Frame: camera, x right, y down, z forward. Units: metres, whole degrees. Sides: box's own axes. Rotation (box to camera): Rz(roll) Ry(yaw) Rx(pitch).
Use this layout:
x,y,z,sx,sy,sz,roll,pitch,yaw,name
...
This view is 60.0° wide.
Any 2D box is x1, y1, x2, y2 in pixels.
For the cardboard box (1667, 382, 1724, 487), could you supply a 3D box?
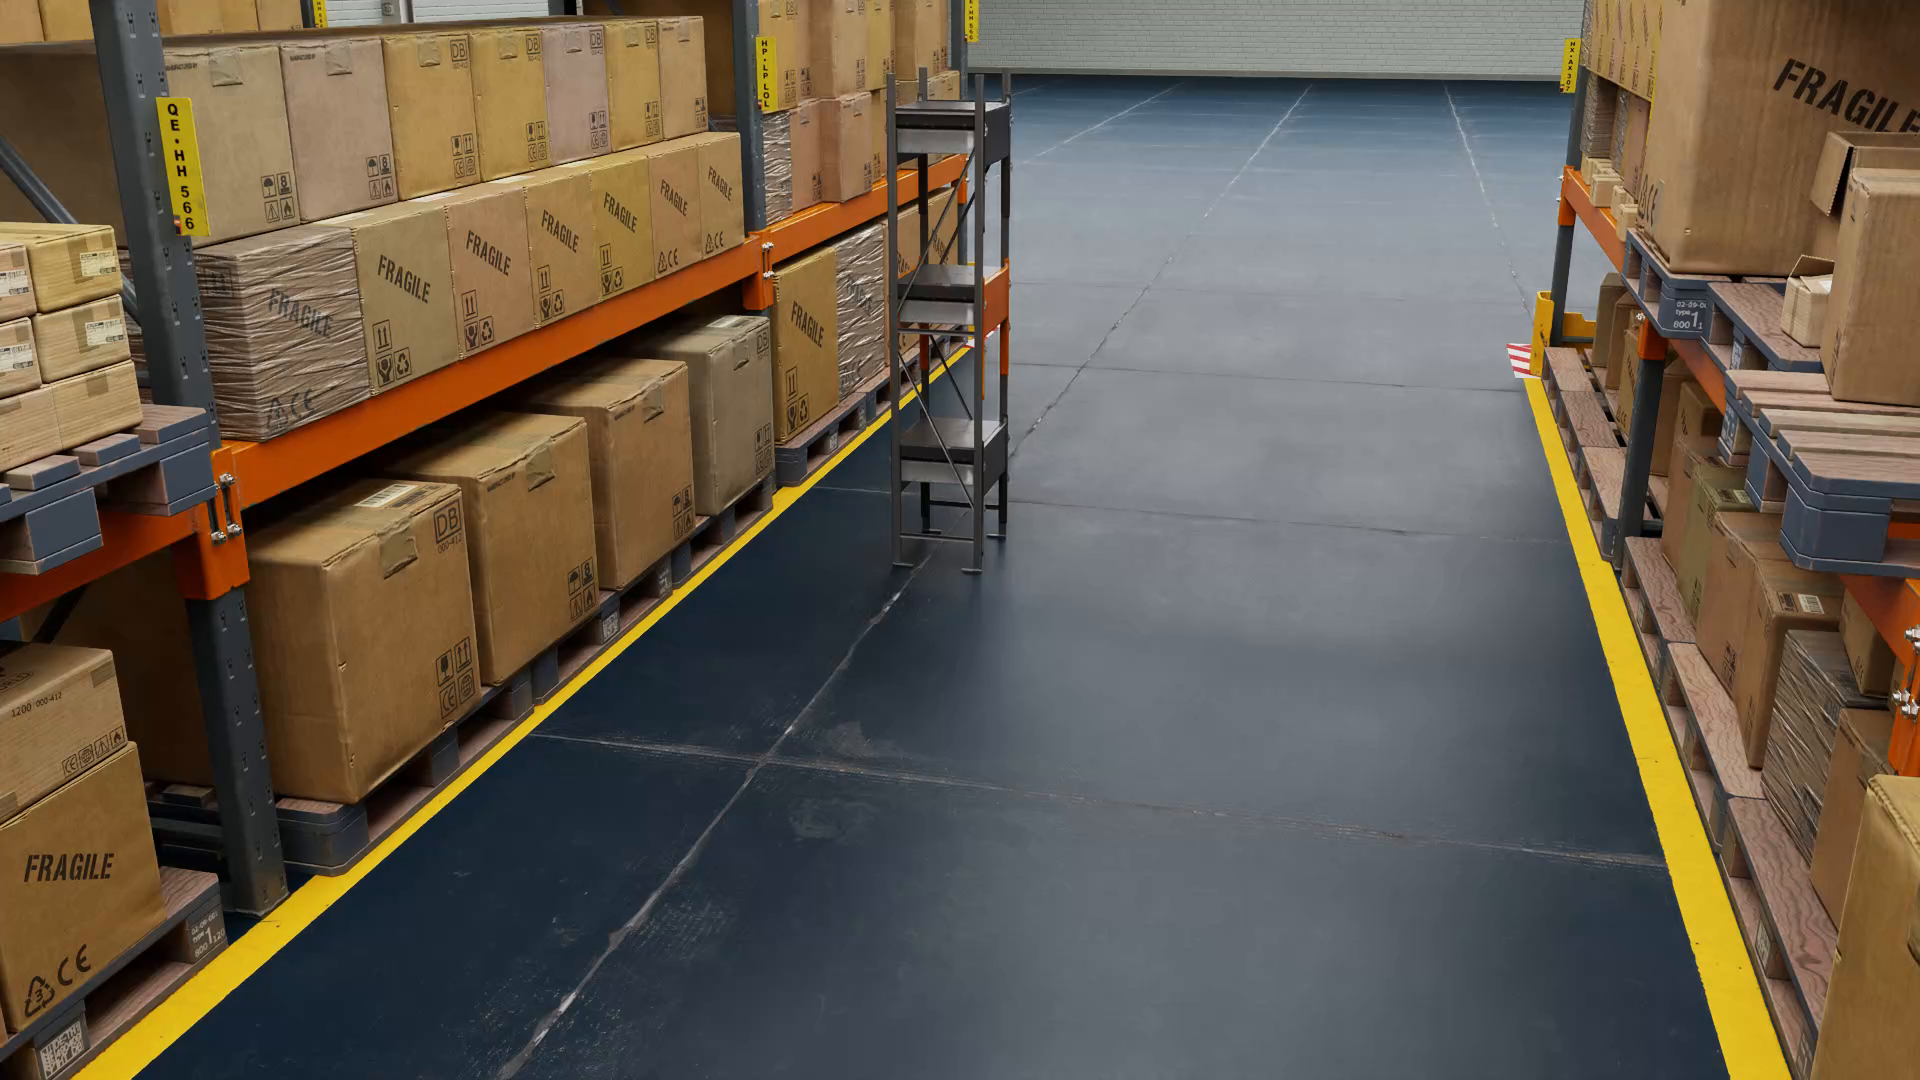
x,y,z,sx,sy,sz,roll,pitch,yaw,name
3.498,-0.394,7.418,0.500,0.500,0.500,4,19,12,cardboard box

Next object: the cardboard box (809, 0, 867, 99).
x,y,z,sx,sy,sz,roll,pitch,yaw,name
-1.013,-2.714,9.091,0.875,0.550,0.550,5,19,13,cardboard box

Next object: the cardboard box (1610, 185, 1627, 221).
x,y,z,sx,sy,sz,roll,pitch,yaw,name
3.510,-1.697,8.403,0.380,0.149,0.250,5,19,13,cardboard box

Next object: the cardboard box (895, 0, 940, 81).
x,y,z,sx,sy,sz,roll,pitch,yaw,name
-0.619,-3.222,10.578,0.875,0.550,0.550,5,19,13,cardboard box

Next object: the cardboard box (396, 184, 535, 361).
x,y,z,sx,sy,sz,roll,pitch,yaw,name
-1.784,-0.910,5.557,0.500,0.500,0.500,5,19,13,cardboard box

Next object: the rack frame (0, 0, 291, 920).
x,y,z,sx,sy,sz,roll,pitch,yaw,name
-2.401,-0.426,4.293,1.000,3.000,0.127,5,19,13,rack frame

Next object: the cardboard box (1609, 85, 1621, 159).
x,y,z,sx,sy,sz,roll,pitch,yaw,name
4.172,-2.361,9.346,0.875,0.500,0.500,5,19,13,cardboard box

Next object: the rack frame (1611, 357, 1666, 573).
x,y,z,sx,sy,sz,roll,pitch,yaw,name
3.362,-1.256,6.724,1.000,3.000,0.127,5,19,13,rack frame

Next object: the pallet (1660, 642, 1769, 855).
x,y,z,sx,sy,sz,roll,pitch,yaw,name
2.877,0.691,5.337,1.003,0.211,1.213,5,19,13,pallet

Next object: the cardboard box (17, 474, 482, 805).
x,y,z,sx,sy,sz,roll,pitch,yaw,name
-2.165,0.256,5.127,1.050,0.750,0.750,4,19,13,cardboard box

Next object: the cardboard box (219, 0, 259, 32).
x,y,z,sx,sy,sz,roll,pitch,yaw,name
-5.315,-3.618,11.478,0.700,0.500,0.500,5,19,14,cardboard box

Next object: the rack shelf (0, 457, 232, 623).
x,y,z,sx,sy,sz,roll,pitch,yaw,name
-2.889,0.542,2.574,1.077,0.370,4.000,5,19,13,rack shelf

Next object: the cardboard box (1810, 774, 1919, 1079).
x,y,z,sx,sy,sz,roll,pitch,yaw,name
2.195,1.019,2.701,1.225,0.875,0.875,4,19,11,cardboard box

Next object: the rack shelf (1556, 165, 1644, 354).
x,y,z,sx,sy,sz,roll,pitch,yaw,name
3.850,-1.542,8.676,1.077,0.370,4.000,5,19,13,rack shelf

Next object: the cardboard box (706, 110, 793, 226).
x,y,z,sx,sy,sz,roll,pitch,yaw,name
-1.345,-1.867,8.281,0.875,0.550,0.550,5,19,13,cardboard box

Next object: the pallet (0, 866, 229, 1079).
x,y,z,sx,sy,sz,roll,pitch,yaw,name
-2.593,1.139,4.027,1.003,0.211,1.213,5,19,13,pallet

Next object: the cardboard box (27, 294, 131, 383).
x,y,z,sx,sy,sz,roll,pitch,yaw,name
-2.080,-0.456,3.659,0.380,0.149,0.250,5,20,15,cardboard box

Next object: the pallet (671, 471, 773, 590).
x,y,z,sx,sy,sz,roll,pitch,yaw,name
-1.539,-0.112,7.689,1.003,0.211,1.213,5,19,13,pallet

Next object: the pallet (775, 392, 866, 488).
x,y,z,sx,sy,sz,roll,pitch,yaw,name
-1.162,-0.592,9.094,1.003,0.211,1.213,5,19,13,pallet

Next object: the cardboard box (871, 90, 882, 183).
x,y,z,sx,sy,sz,roll,pitch,yaw,name
-0.954,-2.375,9.769,0.875,0.550,0.500,5,19,13,cardboard box

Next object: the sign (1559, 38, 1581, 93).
x,y,z,sx,sy,sz,roll,pitch,yaw,name
3.813,-2.962,10.380,0.100,0.325,0.005,5,19,13,sign

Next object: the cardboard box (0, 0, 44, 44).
x,y,z,sx,sy,sz,roll,pitch,yaw,name
-5.784,-2.979,9.607,0.700,0.500,0.500,5,19,14,cardboard box

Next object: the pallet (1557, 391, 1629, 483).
x,y,z,sx,sy,sz,roll,pitch,yaw,name
3.787,-0.533,8.922,1.003,0.211,1.213,5,19,13,pallet

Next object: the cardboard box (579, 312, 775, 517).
x,y,z,sx,sy,sz,roll,pitch,yaw,name
-1.488,-0.612,7.669,1.050,0.750,0.750,5,19,13,cardboard box

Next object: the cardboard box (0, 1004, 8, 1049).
x,y,z,sx,sy,sz,roll,pitch,yaw,name
-2.439,0.948,3.490,0.500,0.500,0.500,5,20,16,cardboard box

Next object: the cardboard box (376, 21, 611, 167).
x,y,z,sx,sy,sz,roll,pitch,yaw,name
-1.787,-1.724,6.393,0.700,0.500,0.500,5,19,14,cardboard box

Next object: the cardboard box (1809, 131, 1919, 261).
x,y,z,sx,sy,sz,roll,pitch,yaw,name
3.028,-0.953,5.028,0.797,0.503,0.637,7,20,19,cardboard box

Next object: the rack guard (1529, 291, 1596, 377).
x,y,z,sx,sy,sz,roll,pitch,yaw,name
4.320,-1.303,10.729,1.175,0.500,0.348,5,19,13,rack guard

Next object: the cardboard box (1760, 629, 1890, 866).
x,y,z,sx,sy,sz,roll,pitch,yaw,name
2.652,0.586,4.518,0.700,0.500,0.500,3,19,9,cardboard box

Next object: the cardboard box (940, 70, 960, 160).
x,y,z,sx,sy,sz,roll,pitch,yaw,name
-0.493,-2.884,11.259,0.875,0.550,0.550,5,19,13,cardboard box

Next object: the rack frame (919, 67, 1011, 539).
x,y,z,sx,sy,sz,roll,pitch,yaw,name
0.019,-1.018,7.420,0.400,2.100,0.015,5,19,13,rack frame

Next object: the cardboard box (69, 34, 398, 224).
x,y,z,sx,sy,sz,roll,pitch,yaw,name
-2.159,-1.245,4.990,0.700,0.500,0.500,4,19,13,cardboard box

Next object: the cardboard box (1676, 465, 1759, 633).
x,y,z,sx,sy,sz,roll,pitch,yaw,name
3.056,0.057,6.065,0.700,0.500,0.500,5,19,13,cardboard box

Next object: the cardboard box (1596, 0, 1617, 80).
x,y,z,sx,sy,sz,roll,pitch,yaw,name
3.690,-2.707,8.811,0.500,0.500,0.500,5,19,13,cardboard box

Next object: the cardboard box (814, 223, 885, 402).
x,y,z,sx,sy,sz,roll,pitch,yaw,name
-0.985,-1.347,9.628,0.875,0.875,0.875,5,19,14,cardboard box

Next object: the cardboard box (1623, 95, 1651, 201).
x,y,z,sx,sy,sz,roll,pitch,yaw,name
3.712,-1.899,7.991,0.875,0.500,0.500,5,19,13,cardboard box

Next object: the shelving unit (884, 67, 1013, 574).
x,y,z,sx,sy,sz,roll,pitch,yaw,name
-0.040,-0.942,7.196,0.431,2.100,0.503,5,19,13,shelving unit

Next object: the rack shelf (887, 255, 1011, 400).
x,y,z,sx,sy,sz,roll,pitch,yaw,name
-0.040,-0.929,7.201,0.431,0.518,0.480,5,19,13,rack shelf

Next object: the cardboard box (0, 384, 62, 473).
x,y,z,sx,sy,sz,roll,pitch,yaw,name
-2.138,-0.237,3.480,0.380,0.149,0.250,5,19,13,cardboard box

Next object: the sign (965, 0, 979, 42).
x,y,z,sx,sy,sz,roll,pitch,yaw,name
0.077,-3.546,11.271,0.100,0.325,0.005,5,19,13,sign

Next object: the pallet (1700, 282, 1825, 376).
x,y,z,sx,sy,sz,roll,pitch,yaw,name
2.828,-0.535,4.911,1.003,0.211,1.213,5,19,13,pallet

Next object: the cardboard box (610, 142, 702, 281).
x,y,z,sx,sy,sz,roll,pitch,yaw,name
-1.415,-1.384,6.943,0.500,0.500,0.500,4,19,13,cardboard box

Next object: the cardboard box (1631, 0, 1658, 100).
x,y,z,sx,sy,sz,roll,pitch,yaw,name
3.326,-2.237,7.434,0.500,0.500,0.500,5,19,13,cardboard box

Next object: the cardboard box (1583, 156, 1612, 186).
x,y,z,sx,sy,sz,roll,pitch,yaw,name
3.883,-2.166,9.778,0.380,0.149,0.250,5,19,13,cardboard box

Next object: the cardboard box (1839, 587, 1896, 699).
x,y,z,sx,sy,sz,roll,pitch,yaw,name
2.639,0.238,4.376,0.500,0.250,0.500,7,20,20,cardboard box

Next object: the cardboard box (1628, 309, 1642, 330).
x,y,z,sx,sy,sz,roll,pitch,yaw,name
3.886,-0.946,9.035,0.500,0.500,0.500,7,20,18,cardboard box

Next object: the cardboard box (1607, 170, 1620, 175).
x,y,z,sx,sy,sz,roll,pitch,yaw,name
3.739,-1.928,9.080,0.380,0.149,0.250,5,19,13,cardboard box
